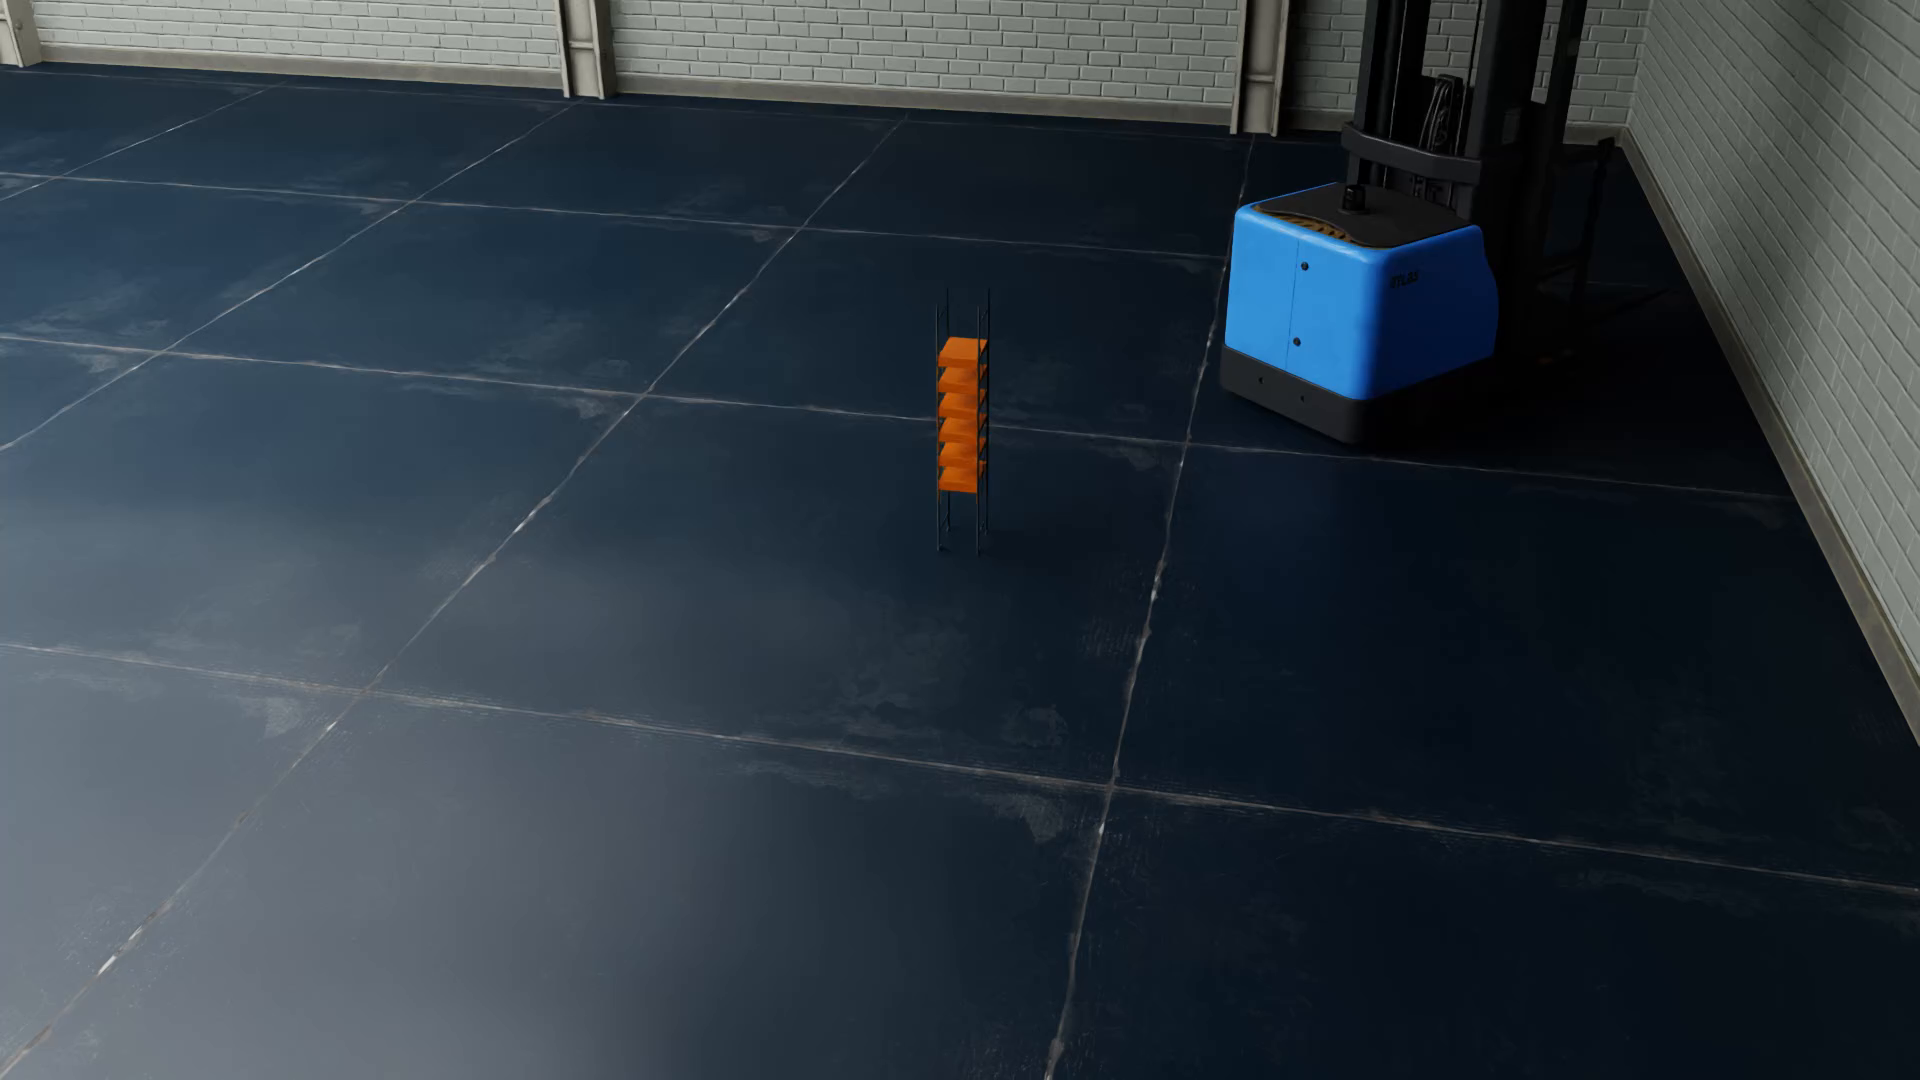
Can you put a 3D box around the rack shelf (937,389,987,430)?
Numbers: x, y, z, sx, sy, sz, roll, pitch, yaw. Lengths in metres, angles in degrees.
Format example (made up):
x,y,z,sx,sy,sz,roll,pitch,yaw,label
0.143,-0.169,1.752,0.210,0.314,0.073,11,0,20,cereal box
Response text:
x,y,z,sx,sy,sz,roll,pitch,yaw,label
0.014,-0.591,7.423,0.180,0.103,0.258,6,29,11,rack shelf

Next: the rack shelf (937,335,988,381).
x,y,z,sx,sy,sz,roll,pitch,yaw,label
0.014,-0.802,7.308,0.180,0.103,0.258,6,29,11,rack shelf

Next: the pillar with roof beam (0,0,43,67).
x,y,z,sx,sy,sz,roll,pitch,yaw,label
-10.137,-6.599,10.433,0.400,9.000,9.100,6,29,11,pillar with roof beam

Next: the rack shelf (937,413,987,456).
x,y,z,sx,sy,sz,roll,pitch,yaw,label
0.014,-0.486,7.481,0.180,0.103,0.258,6,29,11,rack shelf

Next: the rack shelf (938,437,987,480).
x,y,z,sx,sy,sz,roll,pitch,yaw,label
0.014,-0.381,7.538,0.180,0.103,0.258,6,29,11,rack shelf

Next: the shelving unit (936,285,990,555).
x,y,z,sx,sy,sz,roll,pitch,yaw,label
0.014,-0.525,7.459,0.189,1.200,0.258,6,29,11,shelving unit

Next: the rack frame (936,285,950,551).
x,y,z,sx,sy,sz,roll,pitch,yaw,label
-0.075,-0.534,7.476,0.006,1.200,0.240,6,29,11,rack frame

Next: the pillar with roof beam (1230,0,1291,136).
x,y,z,sx,sy,sz,roll,pitch,yaw,label
1.599,-5.396,8.235,0.400,9.000,9.100,6,29,11,pillar with roof beam

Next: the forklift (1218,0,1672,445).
x,y,z,sx,sy,sz,roll,pitch,yaw,label
2.912,-2.327,8.947,3.031,2.935,1.130,-20,34,-32,forklift

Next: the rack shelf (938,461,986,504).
x,y,z,sx,sy,sz,roll,pitch,yaw,label
0.014,-0.275,7.596,0.180,0.103,0.258,6,29,11,rack shelf

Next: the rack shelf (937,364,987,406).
x,y,z,sx,sy,sz,roll,pitch,yaw,label
0.014,-0.696,7.365,0.180,0.103,0.258,6,29,11,rack shelf

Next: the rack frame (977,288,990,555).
x,y,z,sx,sy,sz,roll,pitch,yaw,label
0.104,-0.516,7.442,0.006,1.200,0.240,6,29,11,rack frame

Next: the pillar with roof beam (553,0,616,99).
x,y,z,sx,sy,sz,roll,pitch,yaw,label
-4.269,-5.998,9.334,0.400,9.000,9.100,6,29,11,pillar with roof beam
